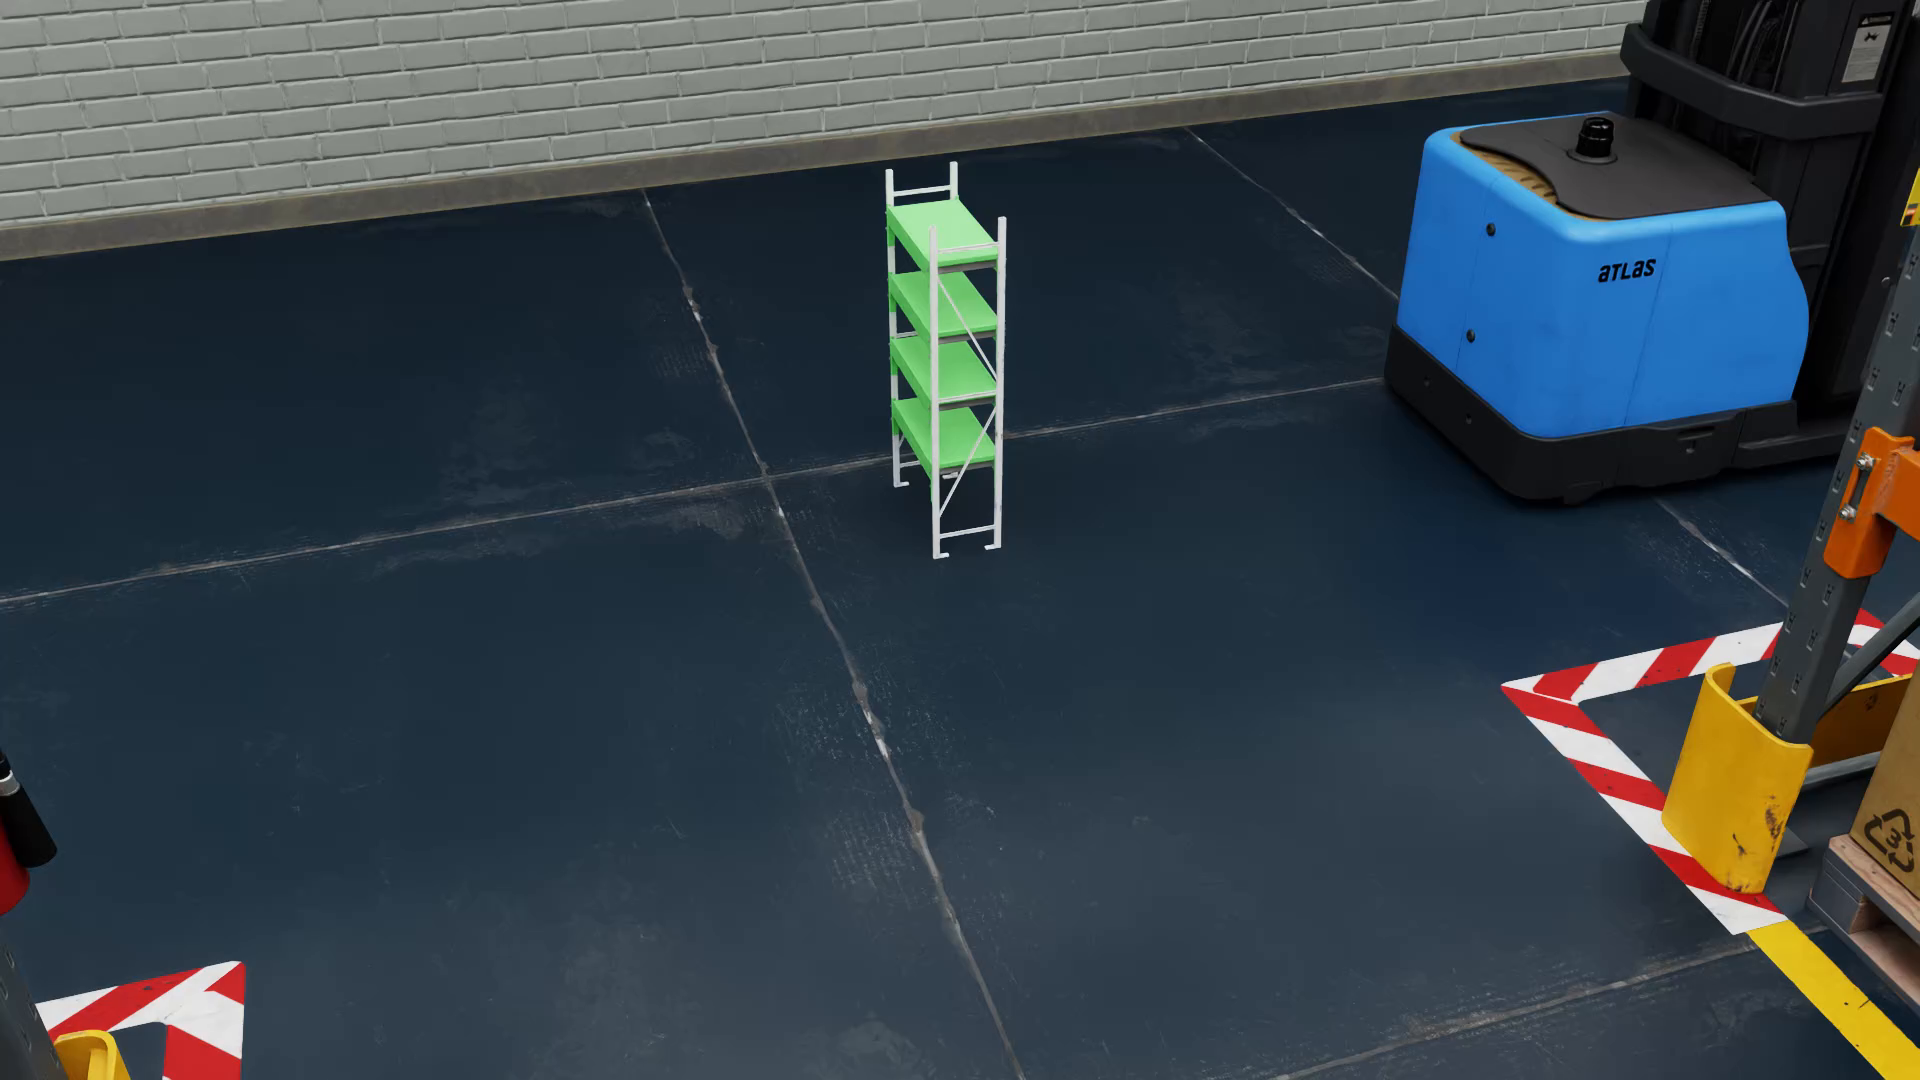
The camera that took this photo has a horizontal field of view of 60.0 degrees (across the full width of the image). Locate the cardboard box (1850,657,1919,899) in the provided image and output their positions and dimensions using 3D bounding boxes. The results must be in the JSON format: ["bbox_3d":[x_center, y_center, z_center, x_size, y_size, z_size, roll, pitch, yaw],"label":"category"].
[{"bbox_3d":[2.802,0.543,3.754,0.875,0.875,0.875,-10,35,-15],"label":"cardboard box"}]

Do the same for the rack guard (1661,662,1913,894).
[{"bbox_3d":[2.523,0.539,4.481,1.175,0.500,0.348,-10,35,-15],"label":"rack guard"}]

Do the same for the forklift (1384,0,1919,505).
[{"bbox_3d":[3.256,-1.803,5.821,3.031,2.935,1.130,-9,35,-14],"label":"forklift"}]

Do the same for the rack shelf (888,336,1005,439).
[{"bbox_3d":[-0.050,-0.534,5.586,0.258,0.148,0.480,-10,35,-15],"label":"rack shelf"}]

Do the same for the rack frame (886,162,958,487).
[{"bbox_3d":[-0.125,-0.716,5.745,0.240,1.200,0.015,-10,35,-15],"label":"rack frame"}]

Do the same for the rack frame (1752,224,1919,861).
[{"bbox_3d":[2.530,-0.491,3.772,1.000,3.000,0.127,-10,35,-15],"label":"rack frame"}]

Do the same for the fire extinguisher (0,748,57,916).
[{"bbox_3d":[-1.800,0.374,2.871,0.296,0.674,0.183,-10,35,-15],"label":"fire extinguisher"}]

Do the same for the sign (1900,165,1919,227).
[{"bbox_3d":[2.000,-0.795,3.375,0.100,0.325,0.005,-10,35,-15],"label":"sign"}]

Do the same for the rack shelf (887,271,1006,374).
[{"bbox_3d":[-0.050,-0.734,5.454,0.258,0.148,0.480,-10,35,-15],"label":"rack shelf"}]

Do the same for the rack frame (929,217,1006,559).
[{"bbox_3d":[0.024,-0.459,5.357,0.240,1.200,0.015,-10,35,-15],"label":"rack frame"}]

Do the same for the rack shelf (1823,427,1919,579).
[{"bbox_3d":[3.140,0.859,2.382,1.077,0.370,4.000,-10,35,-15],"label":"rack shelf"}]

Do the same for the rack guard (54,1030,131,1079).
[{"bbox_3d":[-2.206,1.374,3.217,1.175,0.500,0.348,-10,35,-15],"label":"rack guard"}]

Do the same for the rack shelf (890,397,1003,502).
[{"bbox_3d":[-0.050,-0.334,5.718,0.258,0.148,0.480,-10,35,-15],"label":"rack shelf"}]

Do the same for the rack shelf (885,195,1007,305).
[{"bbox_3d":[-0.050,-0.935,5.321,0.258,0.148,0.480,-10,35,-15],"label":"rack shelf"}]

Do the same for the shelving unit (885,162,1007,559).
[{"bbox_3d":[-0.050,-0.587,5.551,0.258,1.200,0.503,-10,35,-15],"label":"shelving unit"}]

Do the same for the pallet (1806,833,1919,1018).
[{"bbox_3d":[2.849,1.079,3.926,1.003,0.211,1.213,-10,35,-15],"label":"pallet"}]
